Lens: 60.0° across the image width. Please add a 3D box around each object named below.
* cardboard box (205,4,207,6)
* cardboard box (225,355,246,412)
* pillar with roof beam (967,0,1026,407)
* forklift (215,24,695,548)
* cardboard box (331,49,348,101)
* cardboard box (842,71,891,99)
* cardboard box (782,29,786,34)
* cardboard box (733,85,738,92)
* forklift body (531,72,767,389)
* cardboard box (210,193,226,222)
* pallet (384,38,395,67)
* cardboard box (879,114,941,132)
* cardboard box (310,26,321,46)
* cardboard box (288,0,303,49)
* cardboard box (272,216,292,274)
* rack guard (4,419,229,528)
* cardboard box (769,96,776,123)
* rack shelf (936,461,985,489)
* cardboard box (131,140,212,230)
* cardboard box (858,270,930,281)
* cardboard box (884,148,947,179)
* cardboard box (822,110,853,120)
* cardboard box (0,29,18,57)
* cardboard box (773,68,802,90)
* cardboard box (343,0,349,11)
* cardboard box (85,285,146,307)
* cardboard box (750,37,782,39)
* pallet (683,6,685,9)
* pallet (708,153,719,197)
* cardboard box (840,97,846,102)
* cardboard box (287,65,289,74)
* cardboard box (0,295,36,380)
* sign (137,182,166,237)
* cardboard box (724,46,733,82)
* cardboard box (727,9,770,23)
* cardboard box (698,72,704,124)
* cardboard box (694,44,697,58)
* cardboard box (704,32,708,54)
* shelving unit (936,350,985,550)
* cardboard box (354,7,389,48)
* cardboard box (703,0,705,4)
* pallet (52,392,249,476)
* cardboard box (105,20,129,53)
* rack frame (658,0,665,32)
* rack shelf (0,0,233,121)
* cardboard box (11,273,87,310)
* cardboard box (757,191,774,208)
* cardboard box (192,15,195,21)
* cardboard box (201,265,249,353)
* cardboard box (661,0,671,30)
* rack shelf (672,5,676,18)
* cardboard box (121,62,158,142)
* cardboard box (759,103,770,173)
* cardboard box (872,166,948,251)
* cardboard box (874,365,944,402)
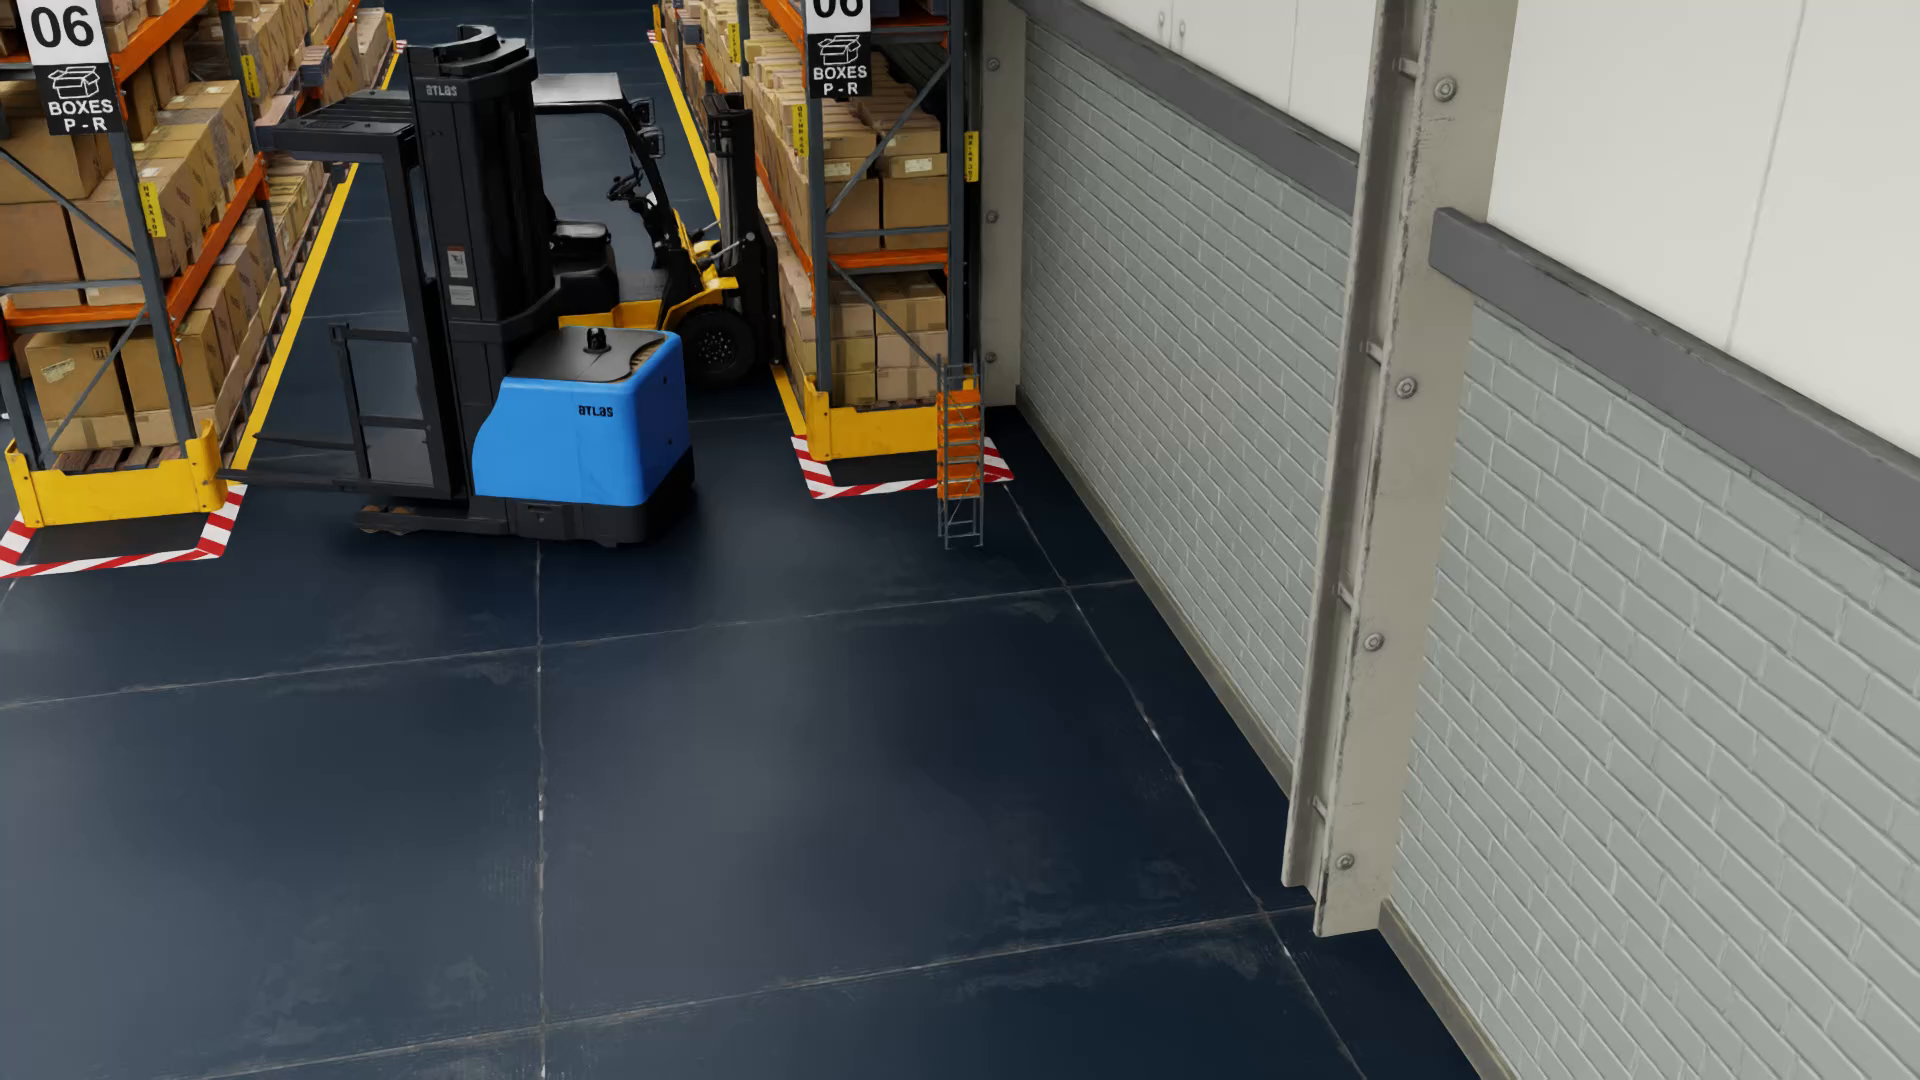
[{"bbox_3d":[-6.984,-4.705,15.335,0.500,0.500,0.500,-5,27,-11],"label":"cardboard box"},{"bbox_3d":[-5.328,-1.077,11.639,0.500,0.250,0.500,-5,27,-10],"label":"cardboard box"},{"bbox_3d":[-3.946,-4.653,9.483,9.100,9.000,0.400,-6,27,-12],"label":"pillar with roof beam"},{"bbox_3d":[-3.300,-1.566,10.100,3.031,2.935,1.130,4,27,9],"label":"forklift"},{"bbox_3d":[-7.382,-4.964,18.648,0.875,0.875,0.875,-6,27,-11],"label":"cardboard box"},{"bbox_3d":[-0.724,-3.449,12.593,0.380,0.149,0.250,-5,27,-10],"label":"cardboard box"},{"bbox_3d":[-1.480,-4.847,15.692,0.380,0.149,0.250,-6,27,-12],"label":"cardboard box"},{"bbox_3d":[-1.742,-3.899,14.812,0.500,0.250,0.500,-5,27,-10],"label":"cardboard box"},{"bbox_3d":[-2.677,-2.284,12.387,2.313,2.155,1.214,-6,27,-12],"label":"forklift body"},{"bbox_3d":[-5.486,-2.373,11.901,0.380,0.149,0.250,-6,27,-11],"label":"cardboard box"},{"bbox_3d":[-8.657,-6.946,23.777,1.003,0.211,1.213,-6,27,-12],"label":"pallet"},{"bbox_3d":[-0.339,-2.774,11.257,0.380,0.149,0.250,-5,27,-10],"label":"cardboard box"},{"bbox_3d":[-6.976,-5.195,17.380,0.500,0.250,0.500,-6,27,-12],"label":"cardboard box"},{"bbox_3d":[-6.610,-4.989,15.899,0.500,0.500,0.500,-6,27,-12],"label":"cardboard box"},{"bbox_3d":[-6.330,-2.510,14.344,0.950,0.372,0.625,-6,27,-11],"label":"cardboard box"},{"bbox_3d":[-5.325,-0.427,10.541,1.175,0.500,0.348,-6,27,-12],"label":"rack guard"},{"bbox_3d":[-1.229,-3.258,12.545,0.380,0.149,0.250,-7,28,-13],"label":"cardboard box"},{"bbox_3d":[0.003,-0.382,10.041,0.258,0.103,0.180,-6,27,-12],"label":"rack shelf"},{"bbox_3d":[-5.380,-2.374,11.183,0.500,0.500,0.500,-6,27,-13],"label":"cardboard box"},{"bbox_3d":[-0.513,-1.871,12.103,0.500,0.250,0.500,-6,27,-12],"label":"cardboard box"},{"bbox_3d":[-0.296,-2.525,11.092,0.380,0.149,0.250,-7,28,-13],"label":"cardboard box"},{"bbox_3d":[-0.930,-2.835,11.377,0.380,0.149,0.250,-5,27,-10],"label":"cardboard box"},{"bbox_3d":[-5.661,-2.865,9.547,0.380,0.149,0.250,-6,27,-11],"label":"cardboard box"},{"bbox_3d":[-1.224,-3.511,12.716,0.380,0.149,0.250,-6,27,-12],"label":"cardboard box"},{"bbox_3d":[-7.665,-6.539,20.043,0.500,0.250,0.500,-7,28,-13],"label":"cardboard box"},{"bbox_3d":[-5.183,-1.568,10.305,0.380,0.149,0.250,-6,27,-11],"label":"cardboard box"},{"bbox_3d":[-1.743,-4.344,14.697,0.380,0.149,0.250,-6,27,-12],"label":"cardboard box"},{"bbox_3d":[-2.718,-6.295,19.606,1.003,0.211,1.213,-6,27,-12],"label":"pallet"},{"bbox_3d":[-2.128,-3.917,17.776,1.003,0.211,1.213,-6,27,-12],"label":"pallet"},{"bbox_3d":[-0.703,-3.314,12.656,0.380,0.149,0.250,-7,28,-13],"label":"cardboard box"},{"bbox_3d":[-6.381,-4.305,15.262,0.380,0.149,0.250,-7,28,-13],"label":"cardboard box"},{"bbox_3d":[-7.293,-1.542,12.748,0.500,0.500,0.500,13,30,24],"label":"cardboard box"},{"bbox_3d":[-4.779,-1.951,9.826,0.100,0.325,0.005,-6,27,-12],"label":"sign"},{"bbox_3d":[-1.857,-4.342,15.135,0.500,0.250,0.500,-7,28,-13],"label":"cardboard box"},{"bbox_3d":[-2.037,-5.022,16.039,0.380,0.149,0.250,-6,27,-12],"label":"cardboard box"},{"bbox_3d":[-2.803,-5.213,19.557,0.500,0.500,0.500,-5,27,-9],"label":"cardboard box"},{"bbox_3d":[-3.054,-6.002,20.401,0.380,0.149,0.250,-6,27,-12],"label":"cardboard box"},{"bbox_3d":[-2.414,-5.241,17.470,0.500,0.250,0.500,-6,27,-11],"label":"cardboard box"},{"bbox_3d":[0.003,-0.529,9.967,0.258,1.200,0.189,-6,27,-12],"label":"shelving unit"},{"bbox_3d":[-8.667,-7.298,23.757,0.875,0.438,0.875,-7,28,-13],"label":"cardboard box"},{"bbox_3d":[-2.491,-5.692,17.367,0.380,0.149,0.250,-5,27,-10],"label":"cardboard box"},{"bbox_3d":[-5.474,-0.658,11.320,1.003,0.211,1.213,-6,27,-12],"label":"pallet"},{"bbox_3d":[-5.066,-2.915,9.646,0.380,0.149,0.250,-6,27,-12],"label":"cardboard box"},{"bbox_3d":[-4.078,-9.039,24.830,1.000,3.000,0.127,-6,27,-12],"label":"rack frame"},{"bbox_3d":[-5.758,-3.405,11.138,1.077,0.370,4.000,-6,27,-12],"label":"rack shelf"},{"bbox_3d":[-5.600,-1.540,10.251,0.380,0.149,0.250,-5,27,-10],"label":"cardboard box"},{"bbox_3d":[-1.465,-2.708,13.762,0.500,0.250,0.500,-6,27,-12],"label":"cardboard box"},{"bbox_3d":[-6.786,-4.519,14.247,0.380,0.149,0.250,-7,28,-14],"label":"cardboard box"},{"bbox_3d":[-5.453,-1.647,11.937,0.500,0.500,0.500,-5,27,-11],"label":"cardboard box"},{"bbox_3d":[-4.033,-7.834,24.747,0.797,0.503,0.637,-7,28,-14],"label":"cardboard box"},{"bbox_3d":[-3.628,-7.840,23.252,1.077,0.370,4.000,-6,27,-12],"label":"rack shelf"},{"bbox_3d":[-5.935,-3.005,11.324,0.700,0.500,0.500,-6,27,-12],"label":"cardboard box"},{"bbox_3d":[-1.280,-3.145,13.042,0.500,0.500,0.500,-6,27,-12],"label":"cardboard box"},{"bbox_3d":[-0.314,-2.306,11.378,0.500,0.500,0.500,-5,27,-10],"label":"cardboard box"},{"bbox_3d":[-0.393,-1.211,11.905,0.500,0.250,0.500,-6,27,-11],"label":"cardboard box"}]
